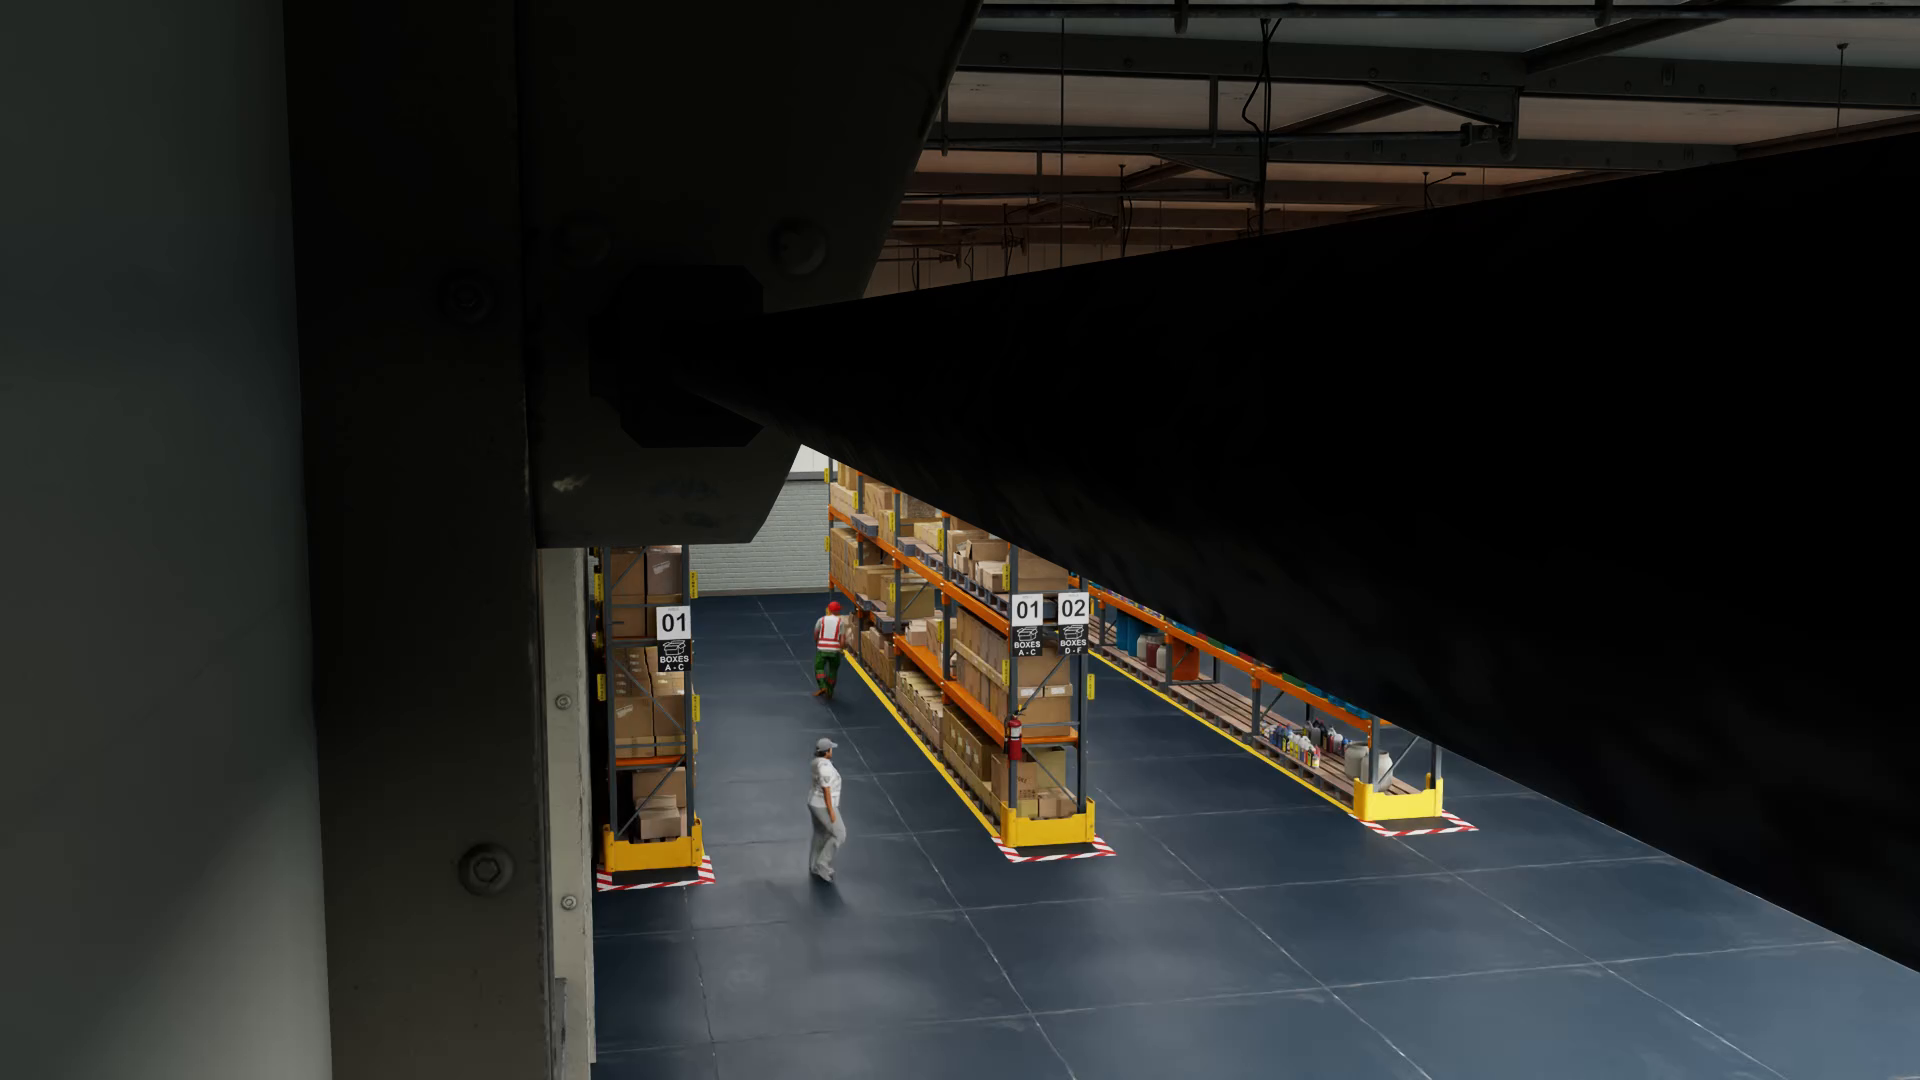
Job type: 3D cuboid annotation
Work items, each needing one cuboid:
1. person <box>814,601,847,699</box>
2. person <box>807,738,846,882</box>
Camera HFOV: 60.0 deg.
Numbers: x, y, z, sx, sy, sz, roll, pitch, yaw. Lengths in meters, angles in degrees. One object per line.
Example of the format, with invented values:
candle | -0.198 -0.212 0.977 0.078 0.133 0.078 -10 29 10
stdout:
person | -2.295 1.971 29.450 0.586 1.752 0.671 0 7 1
person | -1.589 3.177 19.703 0.433 1.679 0.497 -1 7 -11
